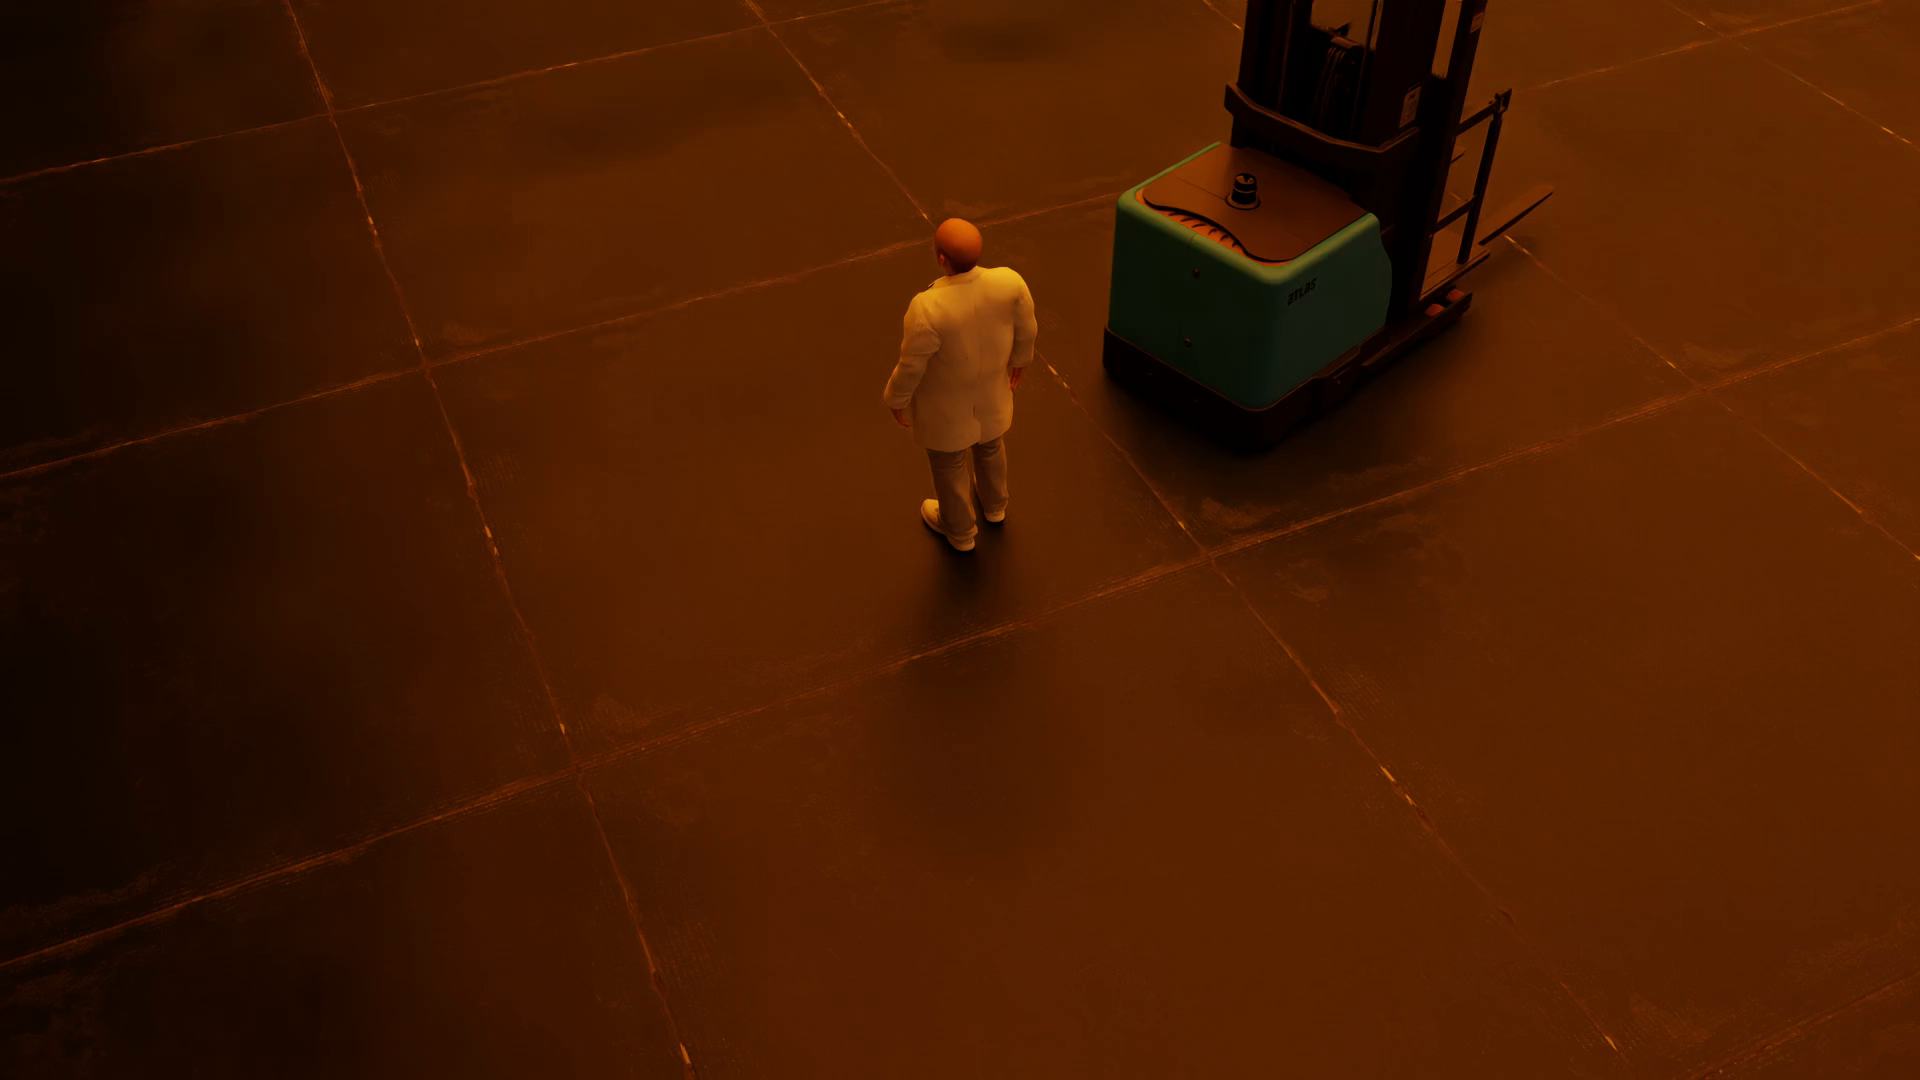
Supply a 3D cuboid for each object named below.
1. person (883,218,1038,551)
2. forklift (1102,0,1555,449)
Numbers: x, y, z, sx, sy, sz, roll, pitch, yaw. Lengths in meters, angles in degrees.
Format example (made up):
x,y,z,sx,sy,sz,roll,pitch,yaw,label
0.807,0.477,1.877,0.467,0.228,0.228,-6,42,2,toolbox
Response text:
x,y,z,sx,sy,sz,roll,pitch,yaw,label
-0.035,-0.713,7.279,0.698,1.777,0.578,-18,46,-18,person
2.154,-2.413,8.266,3.031,2.935,1.130,-33,52,-31,forklift
